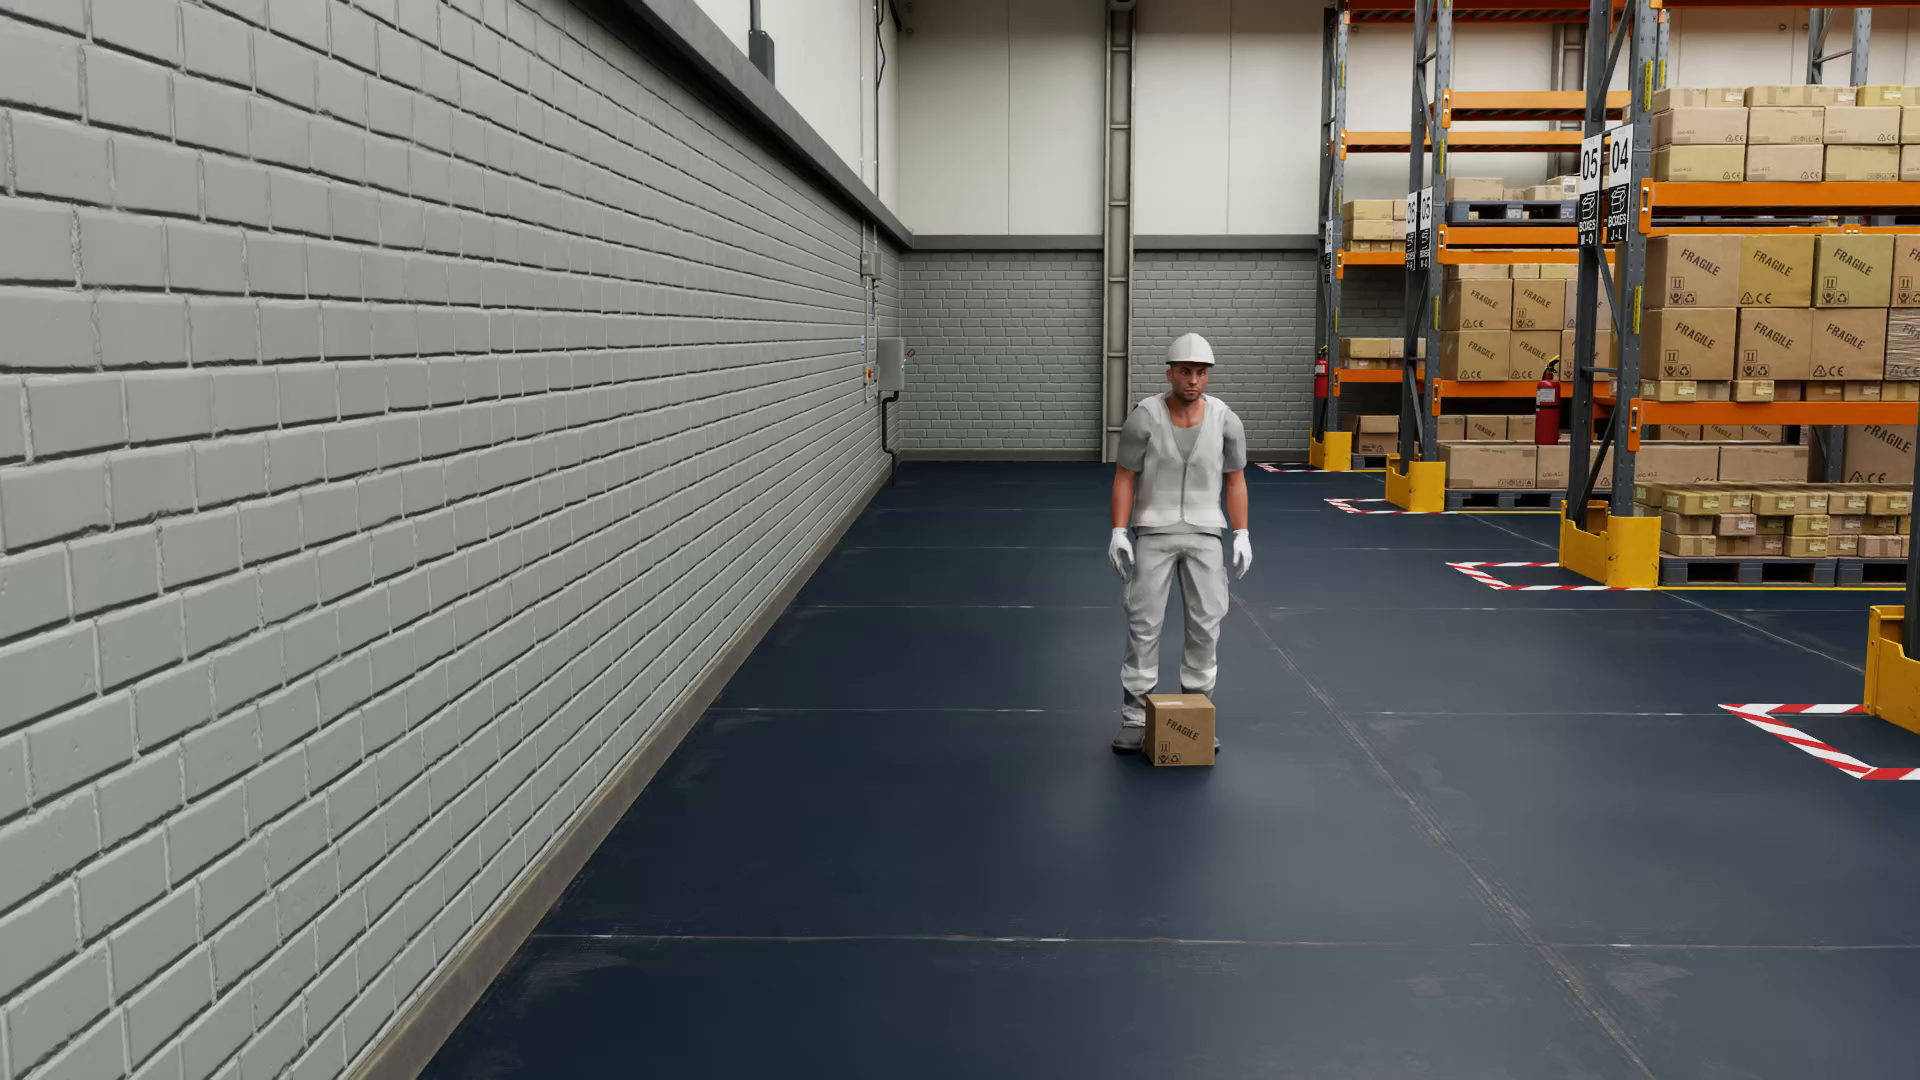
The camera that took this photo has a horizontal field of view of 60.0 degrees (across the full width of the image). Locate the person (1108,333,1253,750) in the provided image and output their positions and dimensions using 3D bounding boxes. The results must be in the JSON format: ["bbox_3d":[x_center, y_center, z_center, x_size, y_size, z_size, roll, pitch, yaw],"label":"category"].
[{"bbox_3d":[0.941,0.011,7.114,0.623,1.780,0.446,0,7,-1],"label":"person"}]
